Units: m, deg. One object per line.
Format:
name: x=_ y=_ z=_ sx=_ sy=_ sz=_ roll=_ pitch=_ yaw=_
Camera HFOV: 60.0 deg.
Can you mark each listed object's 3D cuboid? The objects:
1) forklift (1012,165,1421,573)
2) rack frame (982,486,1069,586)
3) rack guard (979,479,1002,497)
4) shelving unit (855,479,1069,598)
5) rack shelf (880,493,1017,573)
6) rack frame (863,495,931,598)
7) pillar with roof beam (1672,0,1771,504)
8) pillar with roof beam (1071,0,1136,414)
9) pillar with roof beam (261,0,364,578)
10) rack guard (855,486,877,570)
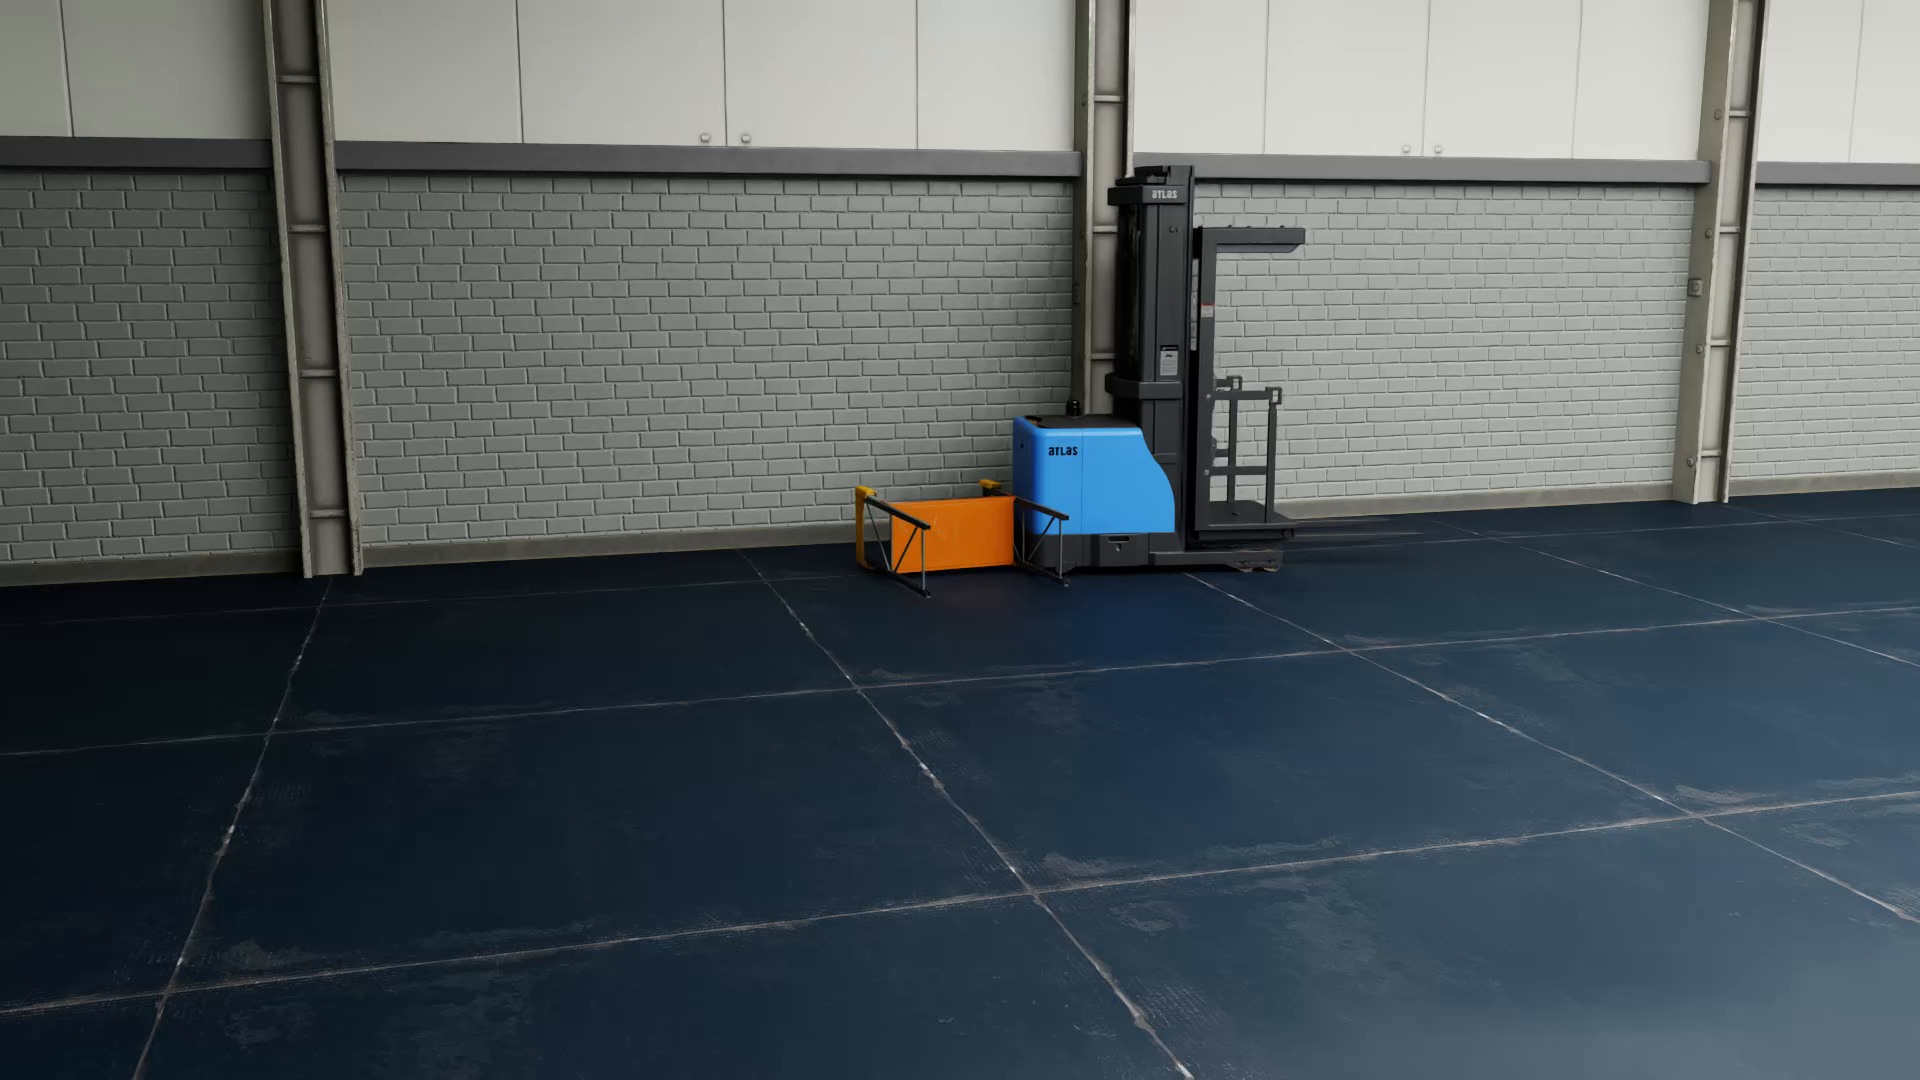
forklift: x=1.951 y=-1.297 z=12.496 sx=3.031 sy=2.935 sz=1.130 roll=-1 pitch=11 yaw=-7
rack frame: x=0.460 y=-0.053 z=12.139 sx=0.032 sy=0.500 sz=1.500 roll=-4 pitch=11 yaw=-21
rack guard: x=0.230 y=-0.158 z=12.711 sx=0.087 sy=0.587 sz=0.250 roll=-4 pitch=11 yaw=-21
shelving unit: x=-0.004 y=-0.019 z=11.959 sx=1.083 sy=0.587 sz=1.500 roll=-4 pitch=11 yaw=-21
rack shelf: x=-0.079 y=-0.049 z=12.120 sx=1.000 sy=0.538 sz=0.185 roll=-4 pitch=11 yaw=-21
rack frame: x=-0.485 y=0.015 z=11.772 sx=0.032 sy=0.500 sz=1.500 roll=-4 pitch=11 yaw=-21
pillar with roof beam: x=8.114 y=-4.045 z=10.667 sx=0.400 sy=9.000 sz=9.100 roll=-3 pitch=11 yaw=-16
pillar with roof beam: x=2.353 y=-3.742 z=9.017 sx=0.400 sy=9.000 sz=9.100 roll=-3 pitch=11 yaw=-16
pillar with roof beam: x=-3.408 y=-3.438 z=7.368 sx=0.400 sy=9.000 sz=9.100 roll=-3 pitch=11 yaw=-16
rack guard: x=-0.697 y=-0.092 z=12.351 sx=0.087 sy=0.587 sz=0.250 roll=-4 pitch=11 yaw=-21
